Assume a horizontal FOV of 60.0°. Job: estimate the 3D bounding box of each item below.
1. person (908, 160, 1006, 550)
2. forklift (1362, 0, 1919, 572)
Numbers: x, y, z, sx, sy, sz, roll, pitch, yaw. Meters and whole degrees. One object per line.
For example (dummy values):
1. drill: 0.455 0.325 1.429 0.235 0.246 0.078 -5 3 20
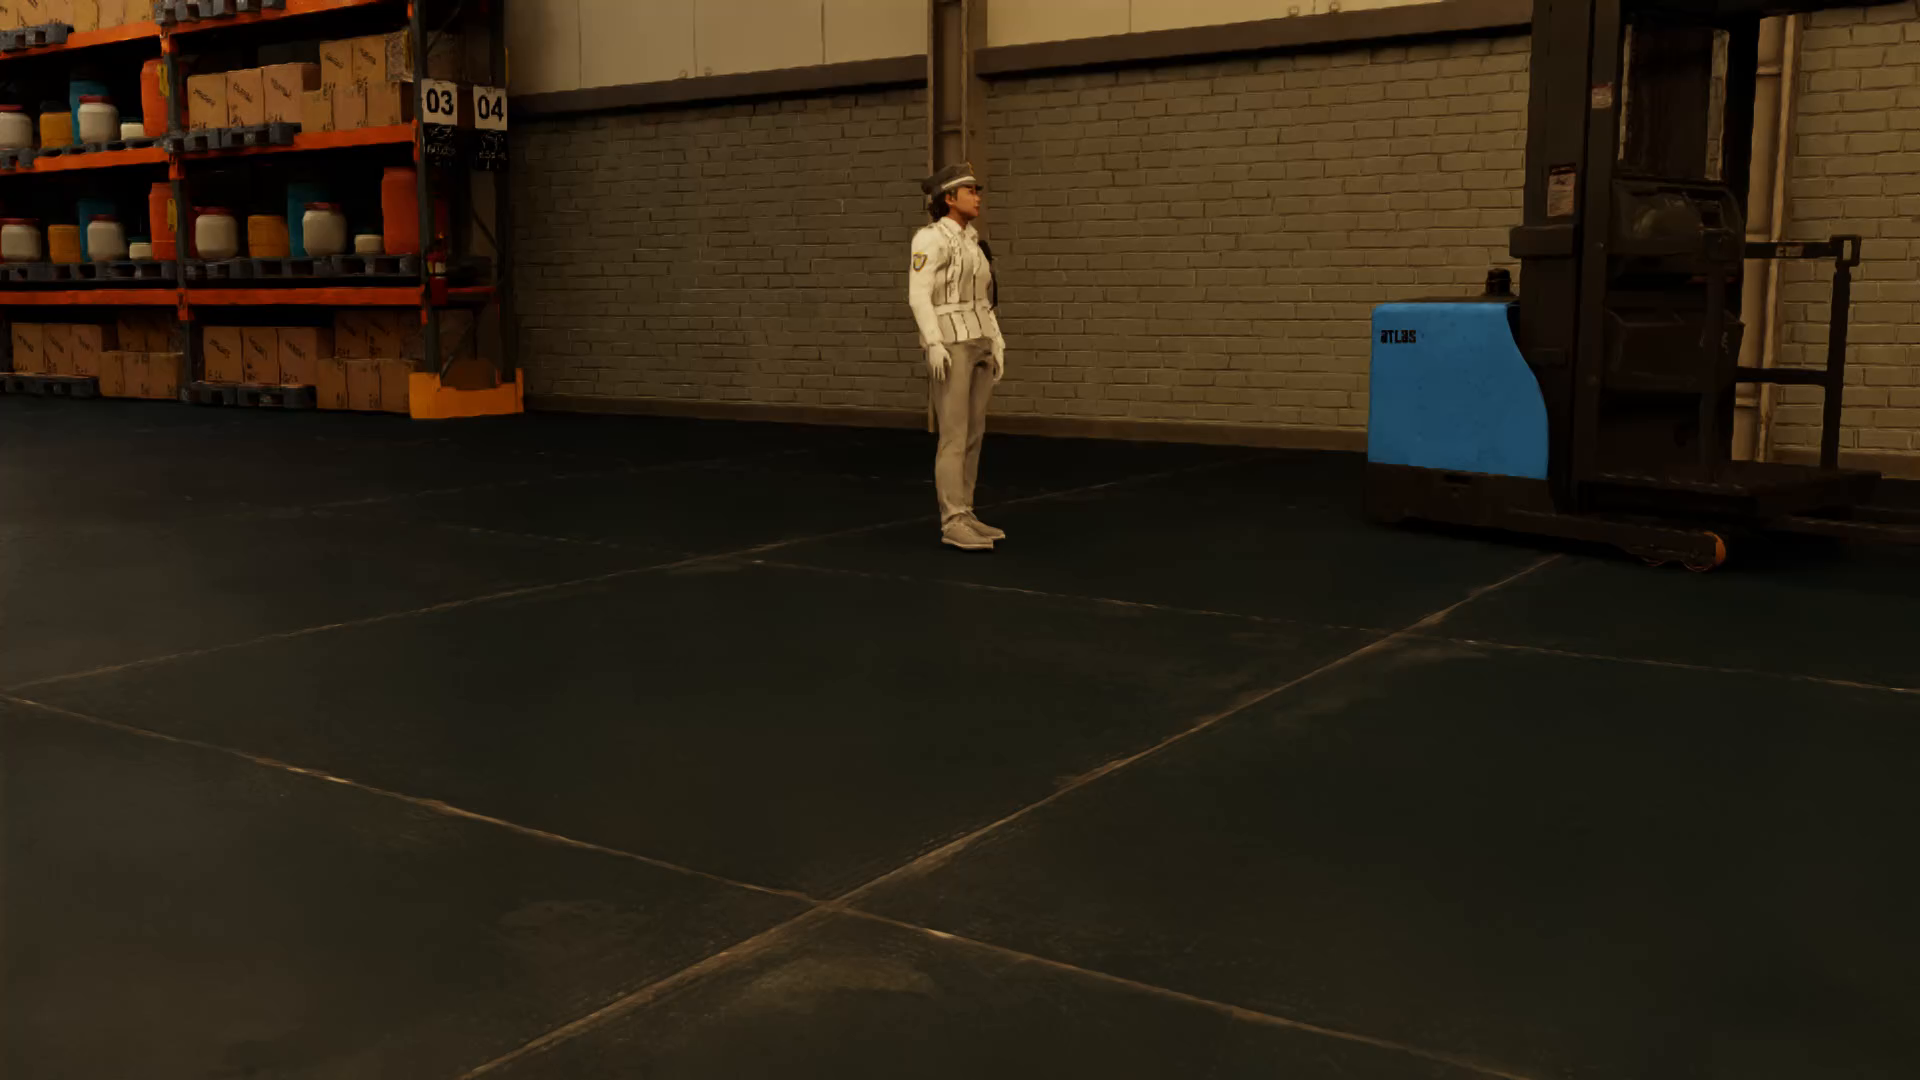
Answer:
1. person: 0.052 -0.840 7.440 0.533 1.695 0.586 5 10 34
2. forklift: 3.234 -1.399 7.028 1.130 2.935 3.031 -6 10 -36
